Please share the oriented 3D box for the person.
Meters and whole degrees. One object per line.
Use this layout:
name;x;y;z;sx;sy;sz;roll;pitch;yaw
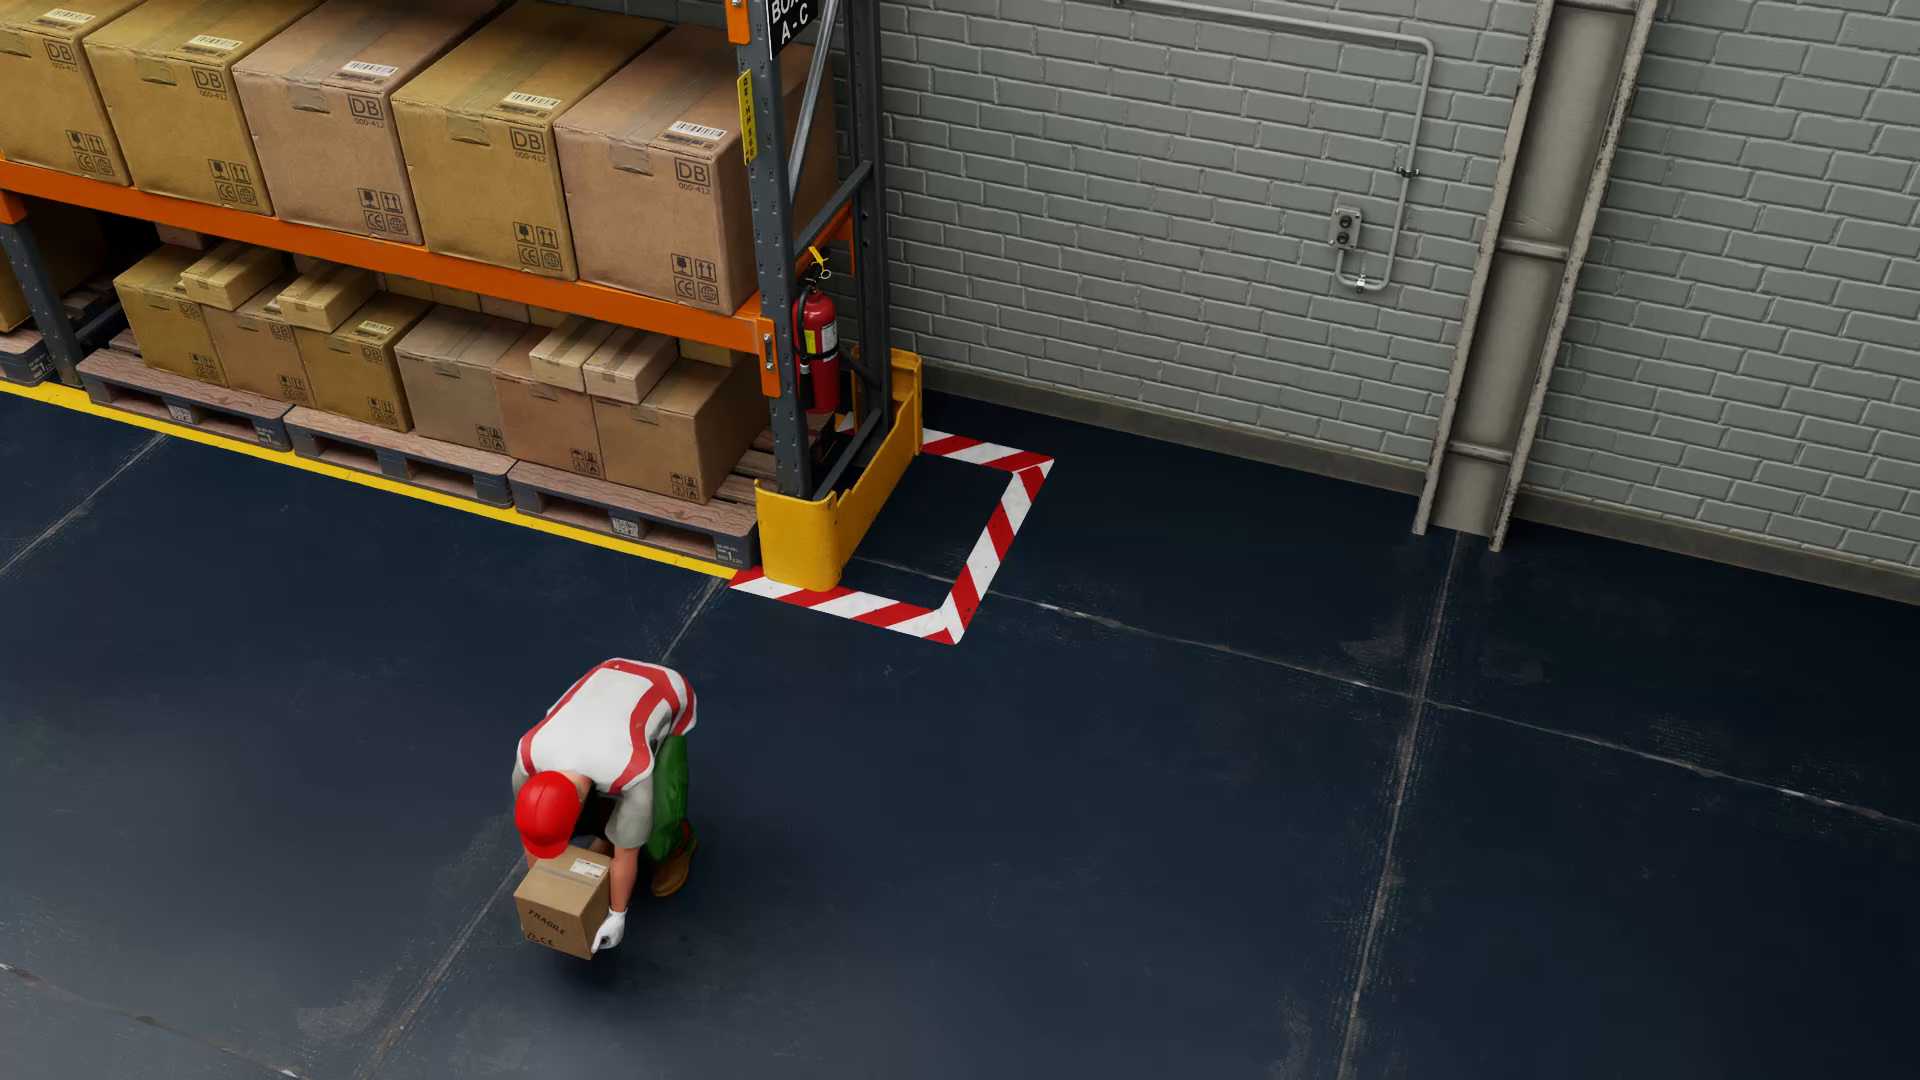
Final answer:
person;-1.215;0.899;5.721;0.533;0.989;0.933;12;43;14
